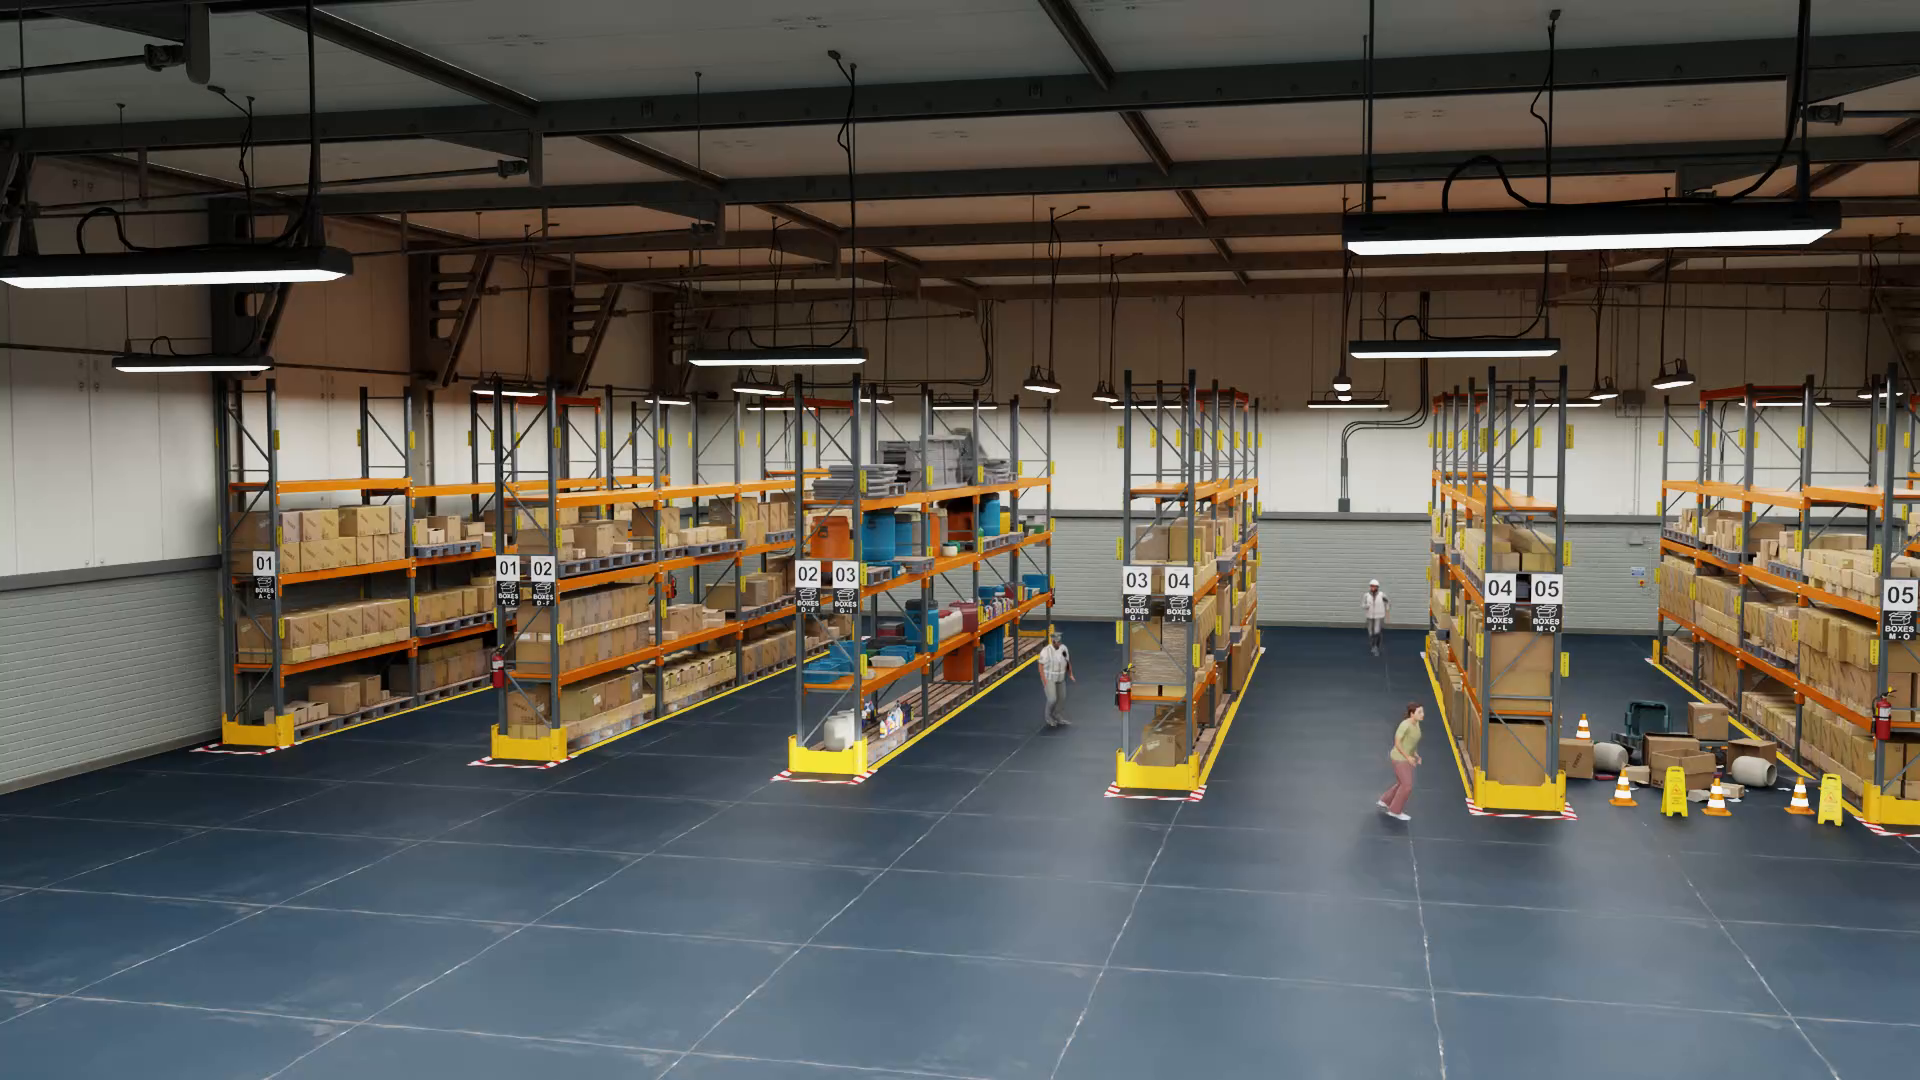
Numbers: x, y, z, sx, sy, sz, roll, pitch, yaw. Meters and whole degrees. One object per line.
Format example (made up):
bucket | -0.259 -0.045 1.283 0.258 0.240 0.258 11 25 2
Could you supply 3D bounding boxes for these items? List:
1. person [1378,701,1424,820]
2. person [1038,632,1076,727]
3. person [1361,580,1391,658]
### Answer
person | 5.795 2.868 21.931 0.724 1.545 0.572 3 5 41
person | 1.670 2.426 29.113 0.679 1.685 0.601 -2 4 -29
person | 9.596 1.816 38.461 0.630 1.805 0.812 2 4 26
